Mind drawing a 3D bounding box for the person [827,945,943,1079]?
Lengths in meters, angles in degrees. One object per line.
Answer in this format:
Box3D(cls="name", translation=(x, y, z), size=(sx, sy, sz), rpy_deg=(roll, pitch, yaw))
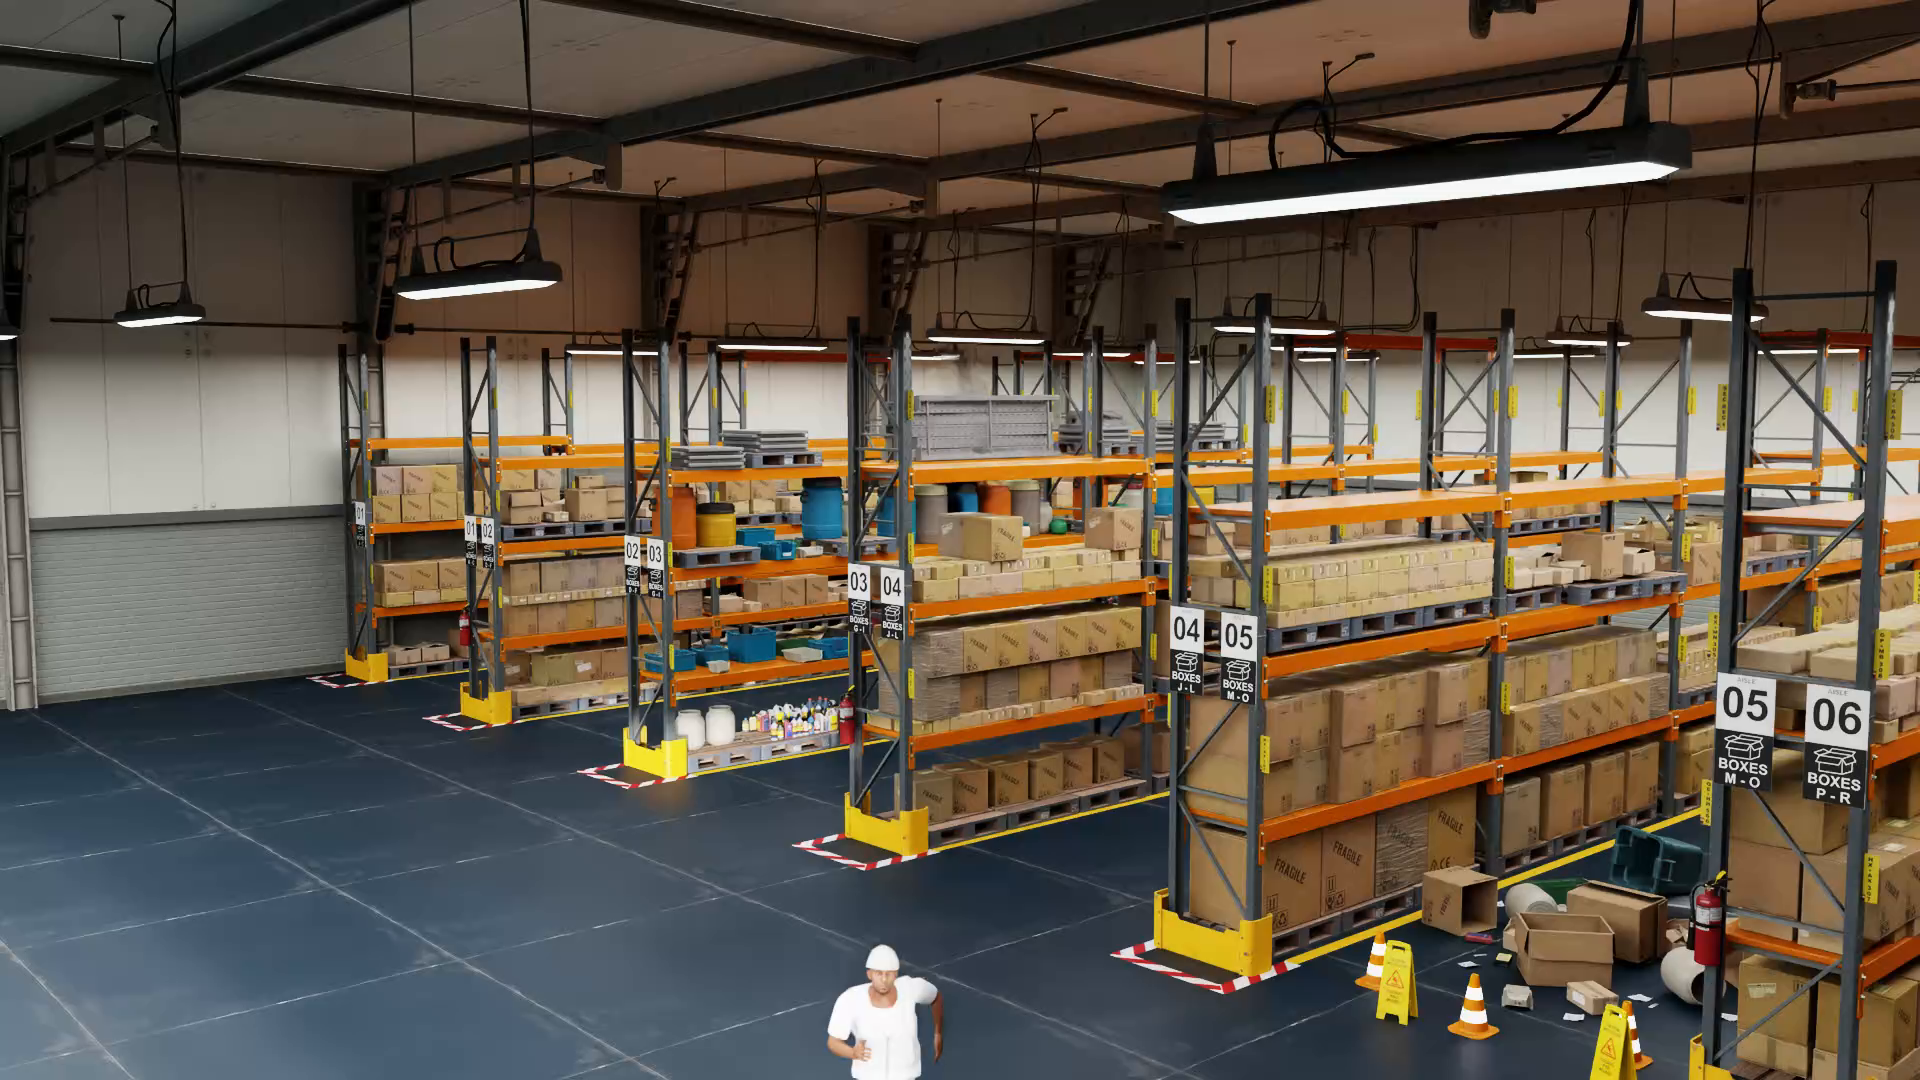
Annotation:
Box3D(cls="person", translation=(-0.459, 3.368, 10.374), size=(0.728, 1.794, 0.840), rpy_deg=(0, 5, -3))
